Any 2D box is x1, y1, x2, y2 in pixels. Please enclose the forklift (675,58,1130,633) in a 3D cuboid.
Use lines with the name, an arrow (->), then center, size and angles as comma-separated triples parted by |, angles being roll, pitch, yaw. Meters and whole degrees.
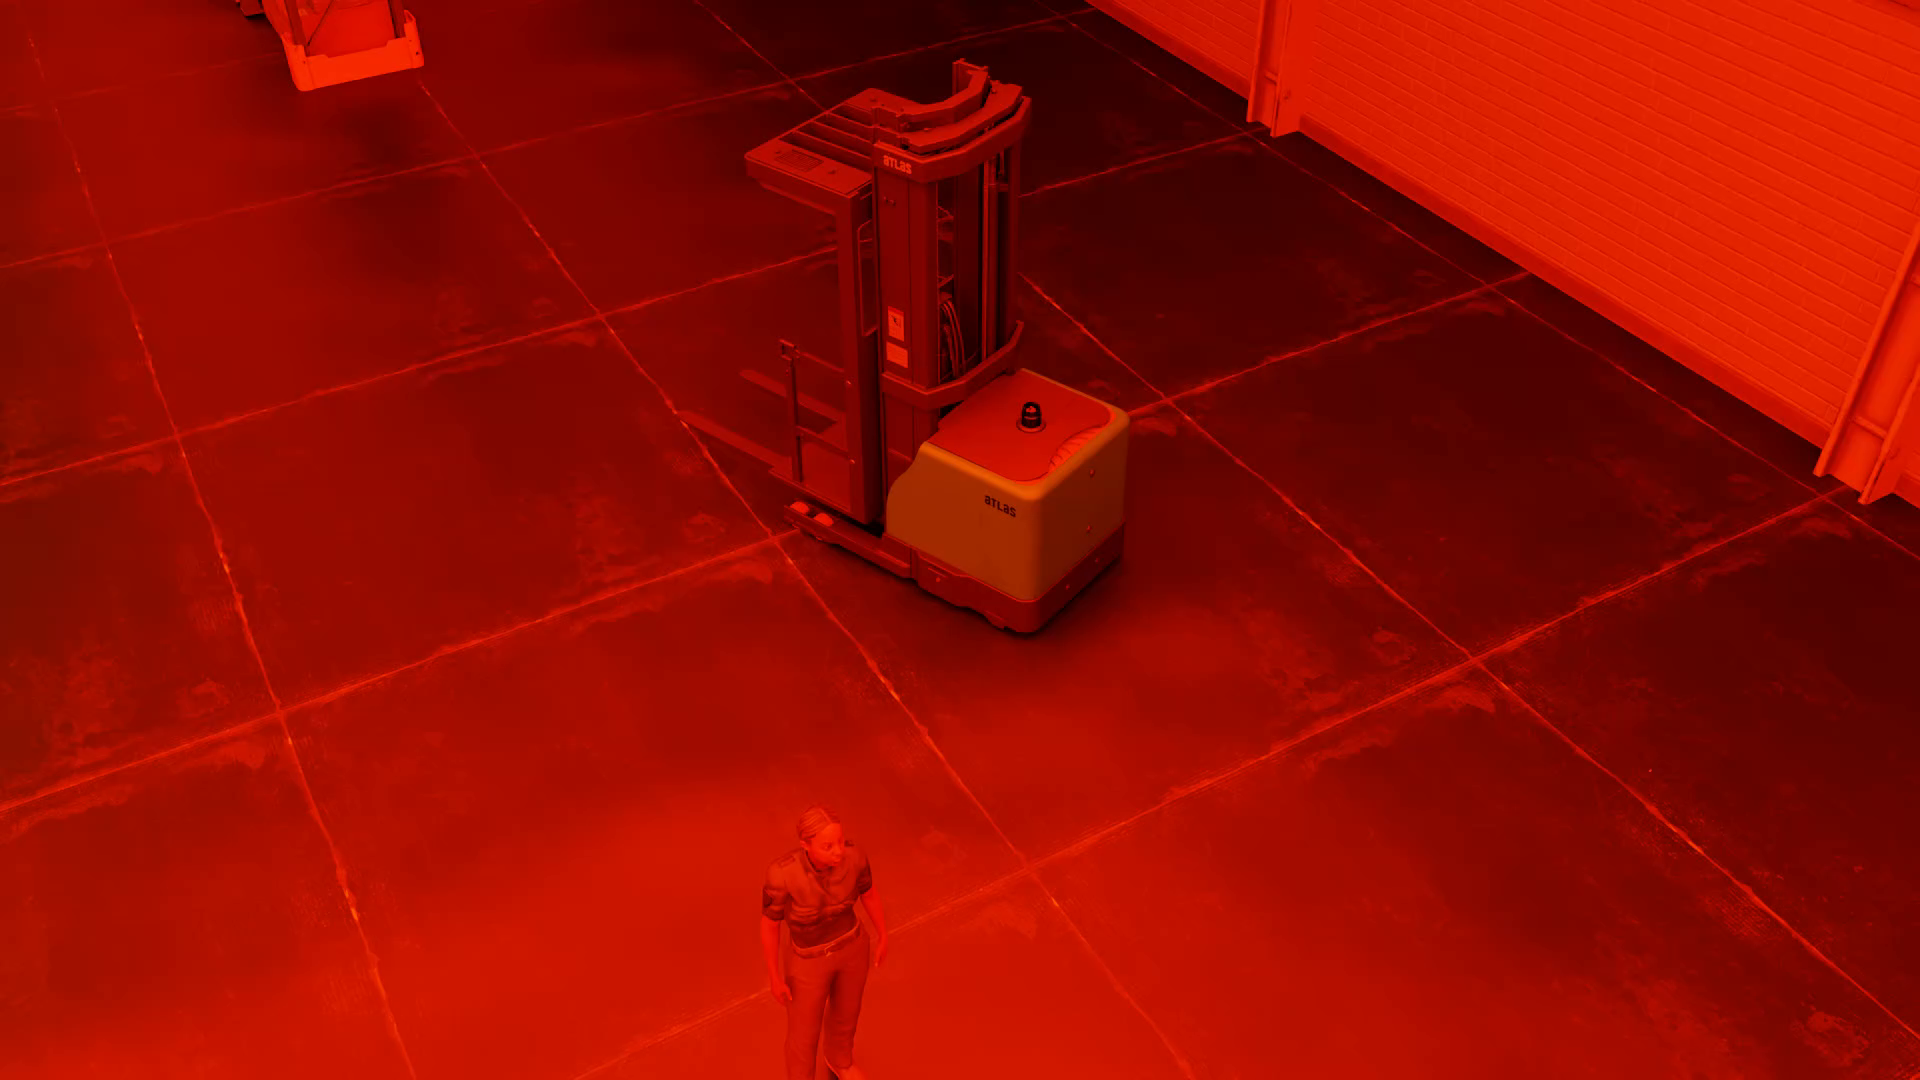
forklift -> -0.481, -1.366, 9.683 | 3.031, 2.935, 1.130 | 26, 46, 28

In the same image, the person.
person -> -0.532, 1.780, 6.878 | 0.570, 1.655, 0.504 | -19, 43, -21
